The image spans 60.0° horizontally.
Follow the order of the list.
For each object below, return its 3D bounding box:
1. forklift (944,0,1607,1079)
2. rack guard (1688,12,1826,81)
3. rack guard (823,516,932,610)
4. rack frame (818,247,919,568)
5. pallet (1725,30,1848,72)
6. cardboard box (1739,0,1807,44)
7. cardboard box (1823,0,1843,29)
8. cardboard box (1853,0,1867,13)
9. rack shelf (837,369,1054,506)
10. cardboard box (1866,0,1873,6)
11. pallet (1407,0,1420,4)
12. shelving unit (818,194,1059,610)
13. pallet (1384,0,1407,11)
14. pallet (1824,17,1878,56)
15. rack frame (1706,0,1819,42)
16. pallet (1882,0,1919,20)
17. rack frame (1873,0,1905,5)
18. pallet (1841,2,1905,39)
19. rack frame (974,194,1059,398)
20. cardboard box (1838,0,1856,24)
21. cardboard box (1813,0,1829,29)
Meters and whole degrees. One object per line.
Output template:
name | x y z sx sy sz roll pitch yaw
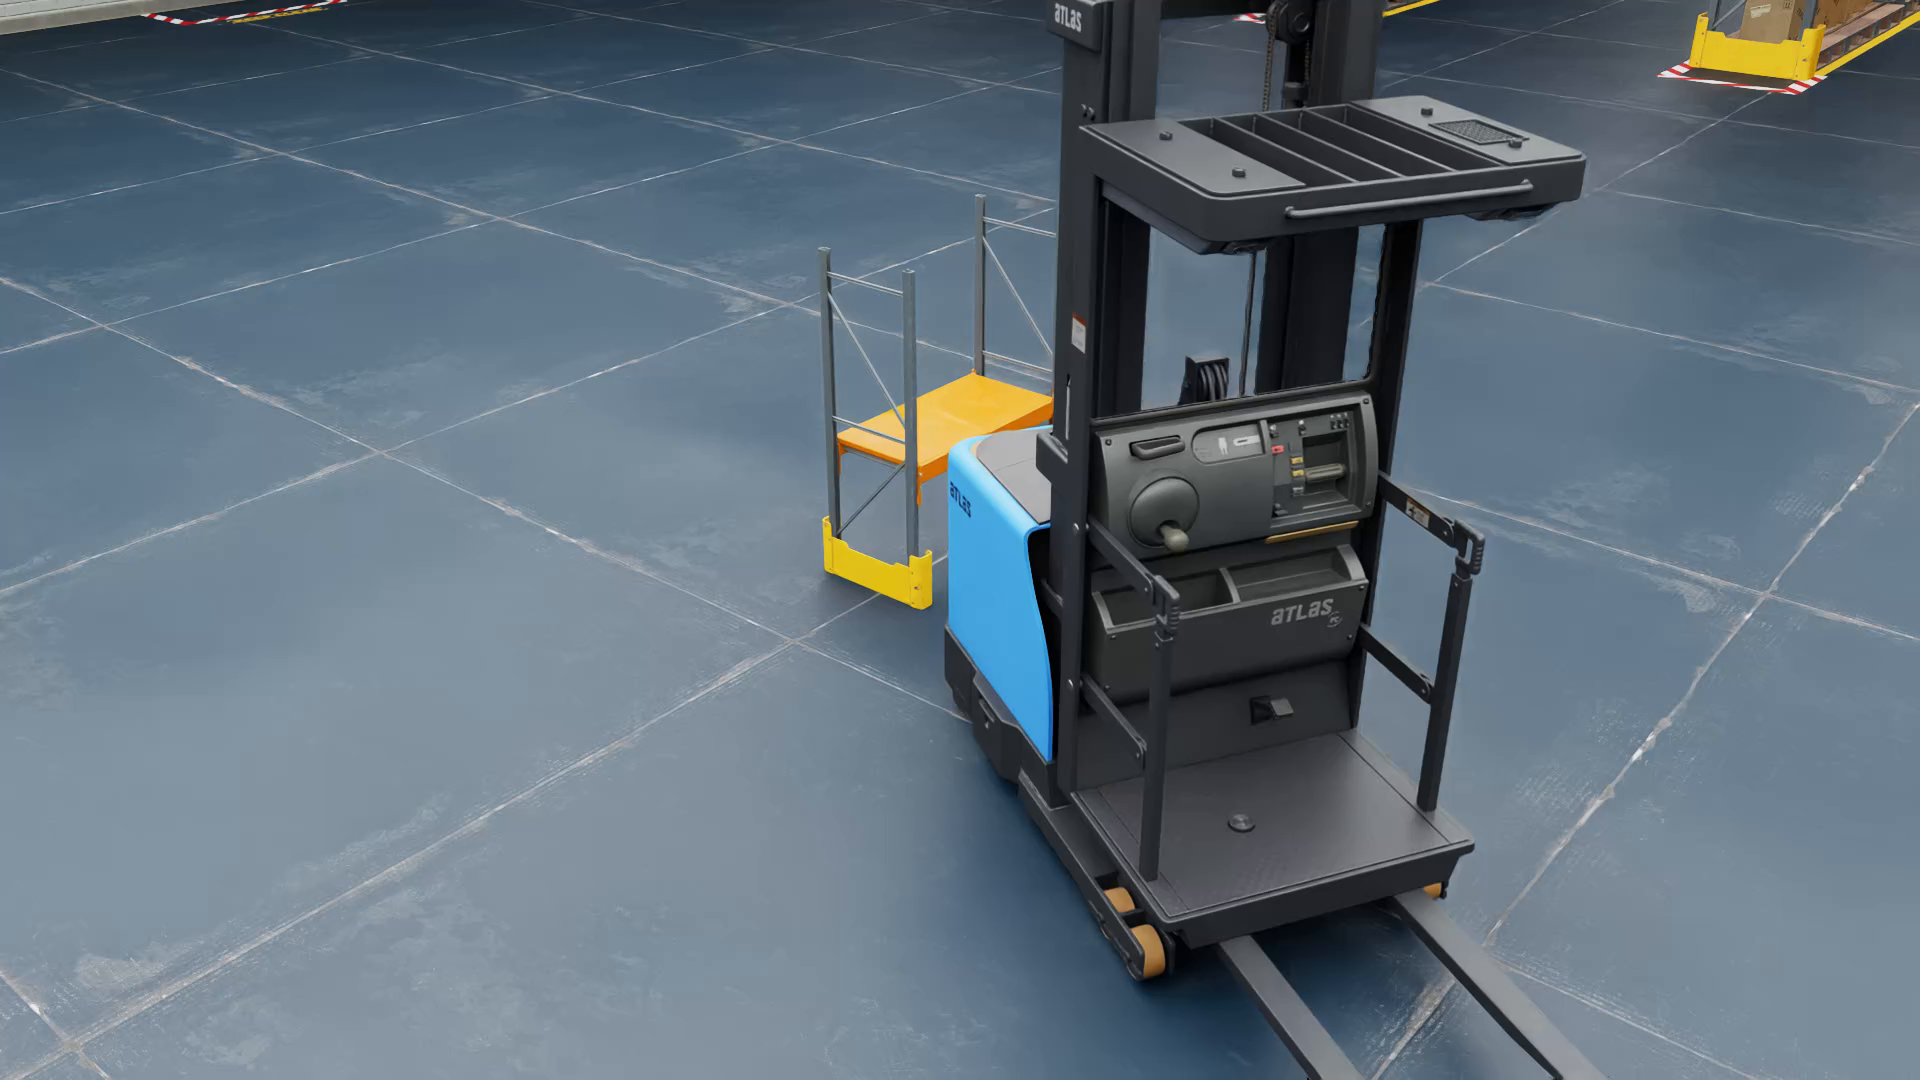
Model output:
forklift | 0.934 -0.164 4.876 1.130 2.935 3.031 -10 29 -18
rack guard | 8.101 -5.030 16.929 1.175 0.500 0.348 21 34 34
rack guard | -0.365 0.093 7.299 0.587 0.250 0.087 21 34 34
rack frame | -0.378 -0.456 6.999 0.500 1.500 0.032 21 34 34
pallet | 8.645 -5.180 17.533 1.003 0.211 1.213 21 34 34
cardboard box | 8.463 -5.406 17.199 0.500 0.500 0.500 -21 34 -35
cardboard box | 9.230 -5.845 18.047 0.500 0.500 0.500 25 36 39
cardboard box | 9.953 -6.273 18.874 0.500 0.500 0.500 -16 31 -28
rack shelf | -0.054 -0.476 7.430 0.538 0.185 1.000 21 34 34
cardboard box | 10.312 -6.478 19.271 0.500 0.500 0.500 20 33 33
pallet | 5.540 -7.080 21.207 1.003 0.211 1.213 21 34 34
shelving unit | -0.048 -0.639 7.353 0.587 1.500 1.083 21 34 34
pallet | 4.764 -6.650 20.374 1.003 0.211 1.213 21 34 34
pallet | 9.421 -5.610 18.365 1.003 0.211 1.213 21 34 34
rack frame | 8.053 -6.113 16.303 1.000 3.000 0.127 21 34 34
pallet | 11.091 -6.570 20.220 1.003 0.211 1.213 21 34 34
rack frame | 10.597 -7.532 19.044 1.000 3.000 0.127 21 34 34
pallet | 10.197 -6.045 19.205 1.003 0.211 1.213 21 34 34
rack frame | 0.269 -0.816 7.695 0.500 1.500 0.032 21 34 34
cardboard box | 9.619 -6.029 18.404 0.500 0.500 0.500 17 32 30
cardboard box | 8.817 -5.628 17.628 0.500 0.500 0.500 -18 32 -31
